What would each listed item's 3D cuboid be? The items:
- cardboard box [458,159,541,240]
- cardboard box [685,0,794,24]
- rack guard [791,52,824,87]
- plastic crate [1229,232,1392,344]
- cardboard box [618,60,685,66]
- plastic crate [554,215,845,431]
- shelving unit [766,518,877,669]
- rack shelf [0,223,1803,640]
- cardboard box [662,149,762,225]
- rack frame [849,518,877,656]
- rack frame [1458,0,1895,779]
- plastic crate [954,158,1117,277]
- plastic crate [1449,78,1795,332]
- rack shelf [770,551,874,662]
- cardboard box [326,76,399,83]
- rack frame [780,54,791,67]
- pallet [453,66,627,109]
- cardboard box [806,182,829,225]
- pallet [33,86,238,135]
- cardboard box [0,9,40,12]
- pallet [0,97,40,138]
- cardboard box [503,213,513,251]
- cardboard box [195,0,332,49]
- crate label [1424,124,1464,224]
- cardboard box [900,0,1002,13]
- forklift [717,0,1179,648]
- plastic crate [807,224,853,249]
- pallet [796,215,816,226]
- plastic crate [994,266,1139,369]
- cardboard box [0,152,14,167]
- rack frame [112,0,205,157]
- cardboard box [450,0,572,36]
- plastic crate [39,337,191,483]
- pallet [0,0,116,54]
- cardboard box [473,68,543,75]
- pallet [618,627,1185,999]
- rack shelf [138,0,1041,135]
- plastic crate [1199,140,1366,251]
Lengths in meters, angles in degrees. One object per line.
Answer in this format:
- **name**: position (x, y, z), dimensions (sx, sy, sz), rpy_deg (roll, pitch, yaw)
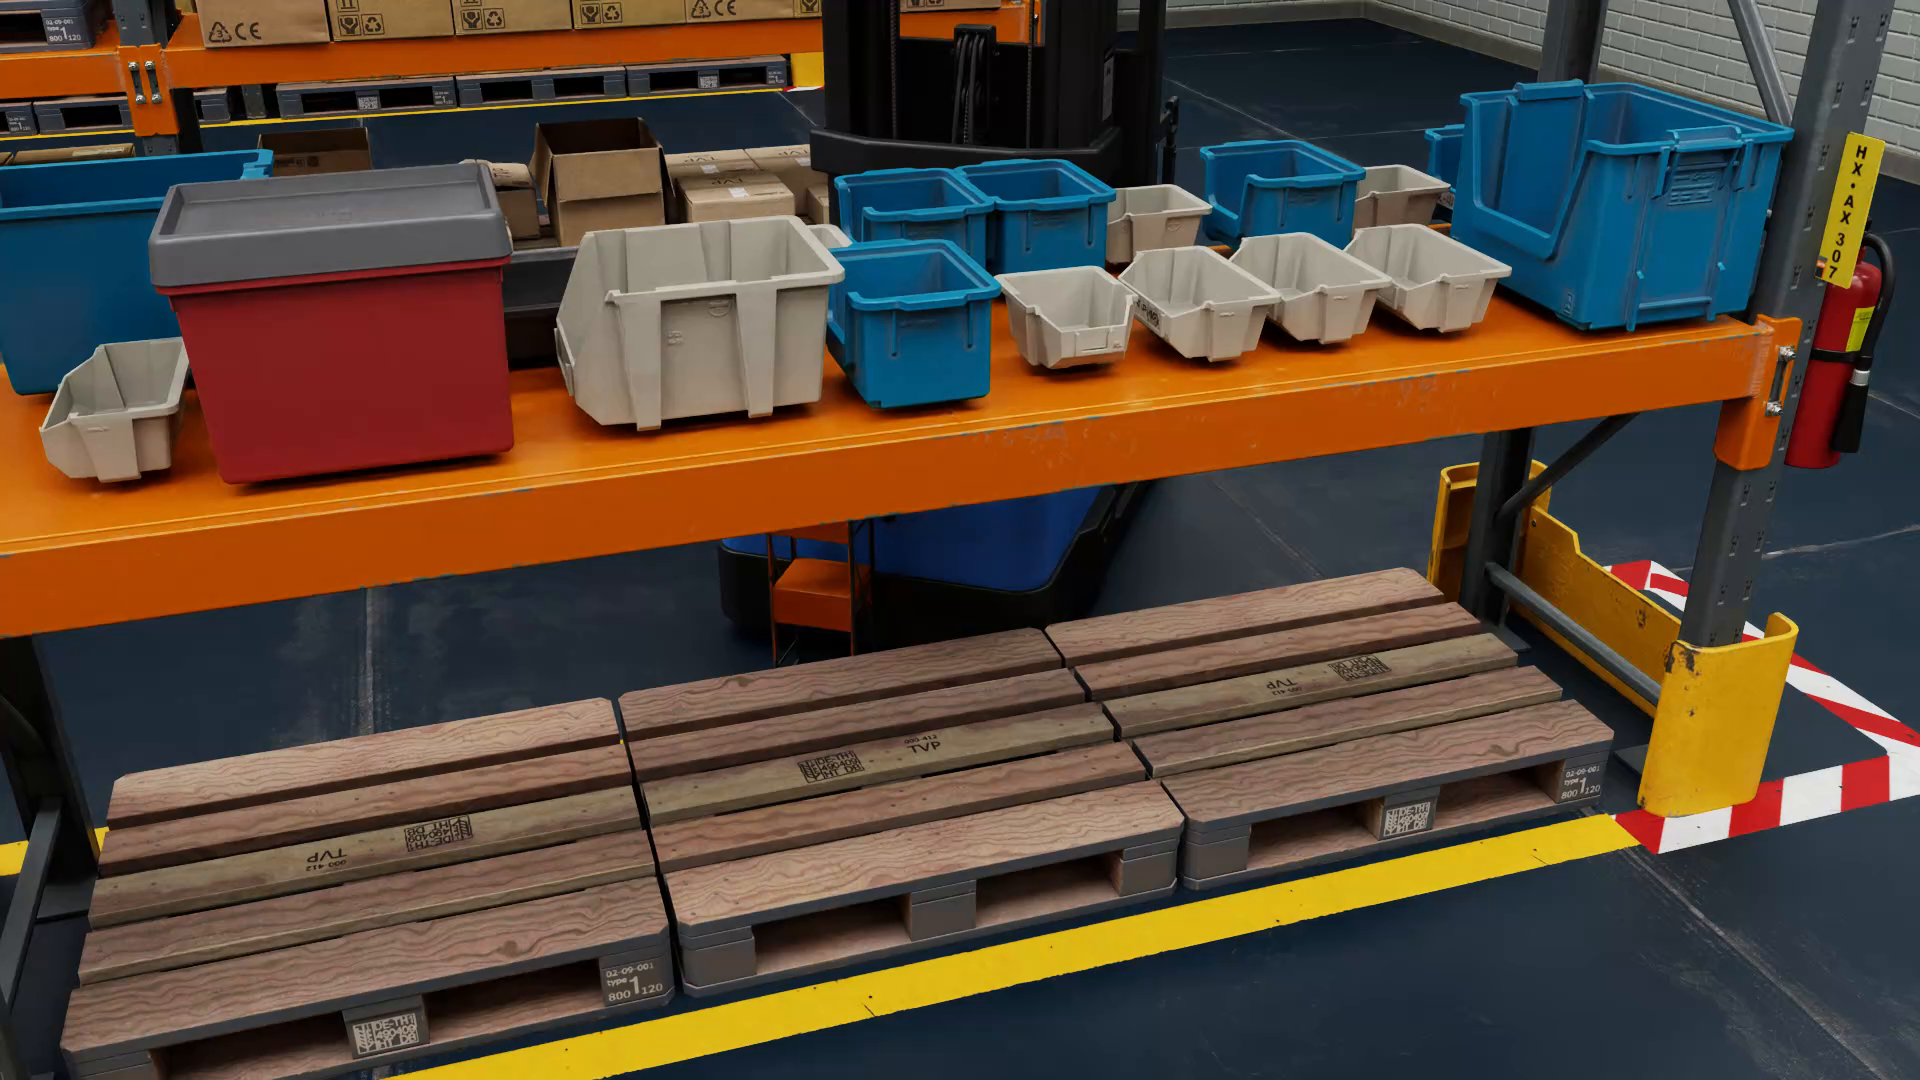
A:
- **cardboard box**: position (-2.403, -1.717, 8.364), dimensions (0.500, 0.311, 0.500), rpy_deg (-8, 28, -16)
- **cardboard box**: position (-1.077, -2.702, 7.707), dimensions (0.500, 0.500, 0.500), rpy_deg (-8, 28, -16)
- **rack guard**: position (-1.282, -3.951, 13.146), dimensions (0.348, 0.500, 1.175), rpy_deg (-8, 28, -16)
- **plastic crate**: position (0.764, -0.565, 3.743), dimensions (0.243, 0.136, 0.396), rpy_deg (-8, 28, -16)
- **cardboard box**: position (-2.415, -3.928, 12.628), dimensions (0.500, 0.500, 0.700), rpy_deg (-8, 28, -16)
- **plastic crate**: position (-0.531, -0.434, 3.317), dimensions (0.530, 0.282, 0.437), rpy_deg (-8, 28, -16)
- **shelving unit**: position (-0.393, -0.054, 4.678), dimensions (0.252, 1.050, 0.215), rpy_deg (7, 27, 14)
- **rack shelf**: position (-0.138, -0.281, 3.752), dimensions (4.000, 0.370, 1.077), rpy_deg (-8, 28, -16)
- **cardboard box**: position (-1.323, -1.846, 8.693), dimensions (0.500, 0.250, 0.500), rpy_deg (-8, 28, -16)
- **rack frame**: position (-0.275, -0.040, 4.649), dimensions (0.008, 1.050, 0.200), rpy_deg (7, 27, 14)
- **rack frame**: position (1.763, -0.879, 4.147), dimensions (0.127, 3.000, 1.000), rpy_deg (-8, 28, -16)
- **plastic crate**: position (0.175, -0.754, 4.017), dimensions (0.300, 0.233, 0.416), rpy_deg (-8, 28, -16)
- **plastic crate**: position (1.503, -0.796, 3.873), dimensions (0.499, 0.435, 0.616), rpy_deg (-8, 28, -16)
- **rack shelf**: position (-0.393, 0.205, 4.806), dimensions (0.240, 0.259, 0.215), rpy_deg (7, 27, 14)
- **cardboard box**: position (-4.365, -3.645, 12.057), dimensions (0.500, 0.500, 0.700), rpy_deg (-8, 27, -15)
- **rack frame**: position (-1.305, -5.067, 12.584), dimensions (0.127, 3.000, 1.000), rpy_deg (-8, 28, -16)
- **pallet**: position (-3.199, -3.509, 12.581), dimensions (1.213, 0.211, 1.003), rpy_deg (-8, 28, -16)
- **cardboard box**: position (-0.621, -1.705, 8.502), dimensions (0.250, 0.166, 0.380), rpy_deg (-8, 28, -16)
- **pallet**: position (-5.818, -3.130, 11.816), dimensions (1.213, 0.211, 1.003), rpy_deg (-8, 28, -16)
- **cardboard box**: position (-6.530, -3.474, 11.319), dimensions (0.750, 0.750, 0.750), rpy_deg (-7, 27, -15)
- **pallet**: position (-6.980, -2.960, 11.475), dimensions (1.213, 0.211, 1.003), rpy_deg (-8, 28, -16)
- **cardboard box**: position (-2.285, -1.440, 7.969), dimensions (0.250, 0.166, 0.380), rpy_deg (-8, 28, -16)
- **cardboard box**: position (-3.001, -2.422, 7.144), dimensions (0.500, 0.500, 0.500), rpy_deg (-8, 27, -15)
- **crate label**: position (1.427, -0.936, 4.382), dimensions (0.303, 0.233, 0.416), rpy_deg (-8, 28, -16)
- **cardboard box**: position (-0.109, -2.841, 7.988), dimensions (0.500, 0.500, 0.500), rpy_deg (-7, 27, -15)
- **forklift**: position (0.189, -1.580, 5.637), dimensions (1.130, 2.935, 3.031), rpy_deg (8, 27, 16)
- **plastic crate**: position (-0.477, -0.603, 3.821), dimensions (0.466, 0.136, 0.293), rpy_deg (-8, 28, -16)
- **pallet**: position (-0.597, -1.604, 8.743), dimensions (1.213, 0.211, 1.003), rpy_deg (-8, 28, -16)
- **plastic crate**: position (0.231, -0.467, 3.547), dimensions (0.250, 0.136, 0.298), rpy_deg (-8, 28, -16)
- **cardboard box**: position (-4.609, -1.458, 7.631), dimensions (0.500, 0.500, 0.500), rpy_deg (-8, 27, -15)
- **rack frame**: position (-3.570, -2.423, 7.257), dimensions (0.127, 3.000, 1.000), rpy_deg (-8, 28, -16)
- **cardboard box**: position (-2.039, -2.562, 7.425), dimensions (0.500, 0.500, 0.500), rpy_deg (-8, 28, -16)
- **plastic crate**: position (-1.553, -0.240, 3.090), dimensions (0.243, 0.136, 0.396), rpy_deg (-8, 28, -16)
- **pallet**: position (-4.364, -2.273, 7.171), dimensions (1.213, 0.211, 1.003), rpy_deg (-8, 28, -16)
- **cardboard box**: position (-3.398, -3.782, 12.334), dimensions (0.500, 0.500, 0.700), rpy_deg (-8, 27, -15)
- **pallet**: position (-0.191, 0.634, 4.236), dimensions (1.213, 0.211, 1.003), rpy_deg (-8, 28, -16)
- **rack shelf**: position (-1.669, -2.376, 7.971), dimensions (4.000, 0.370, 1.077), rpy_deg (-8, 28, -16)
- **plastic crate**: position (0.801, -0.845, 4.200), dimensions (0.300, 0.233, 0.416), rpy_deg (-8, 28, -16)
